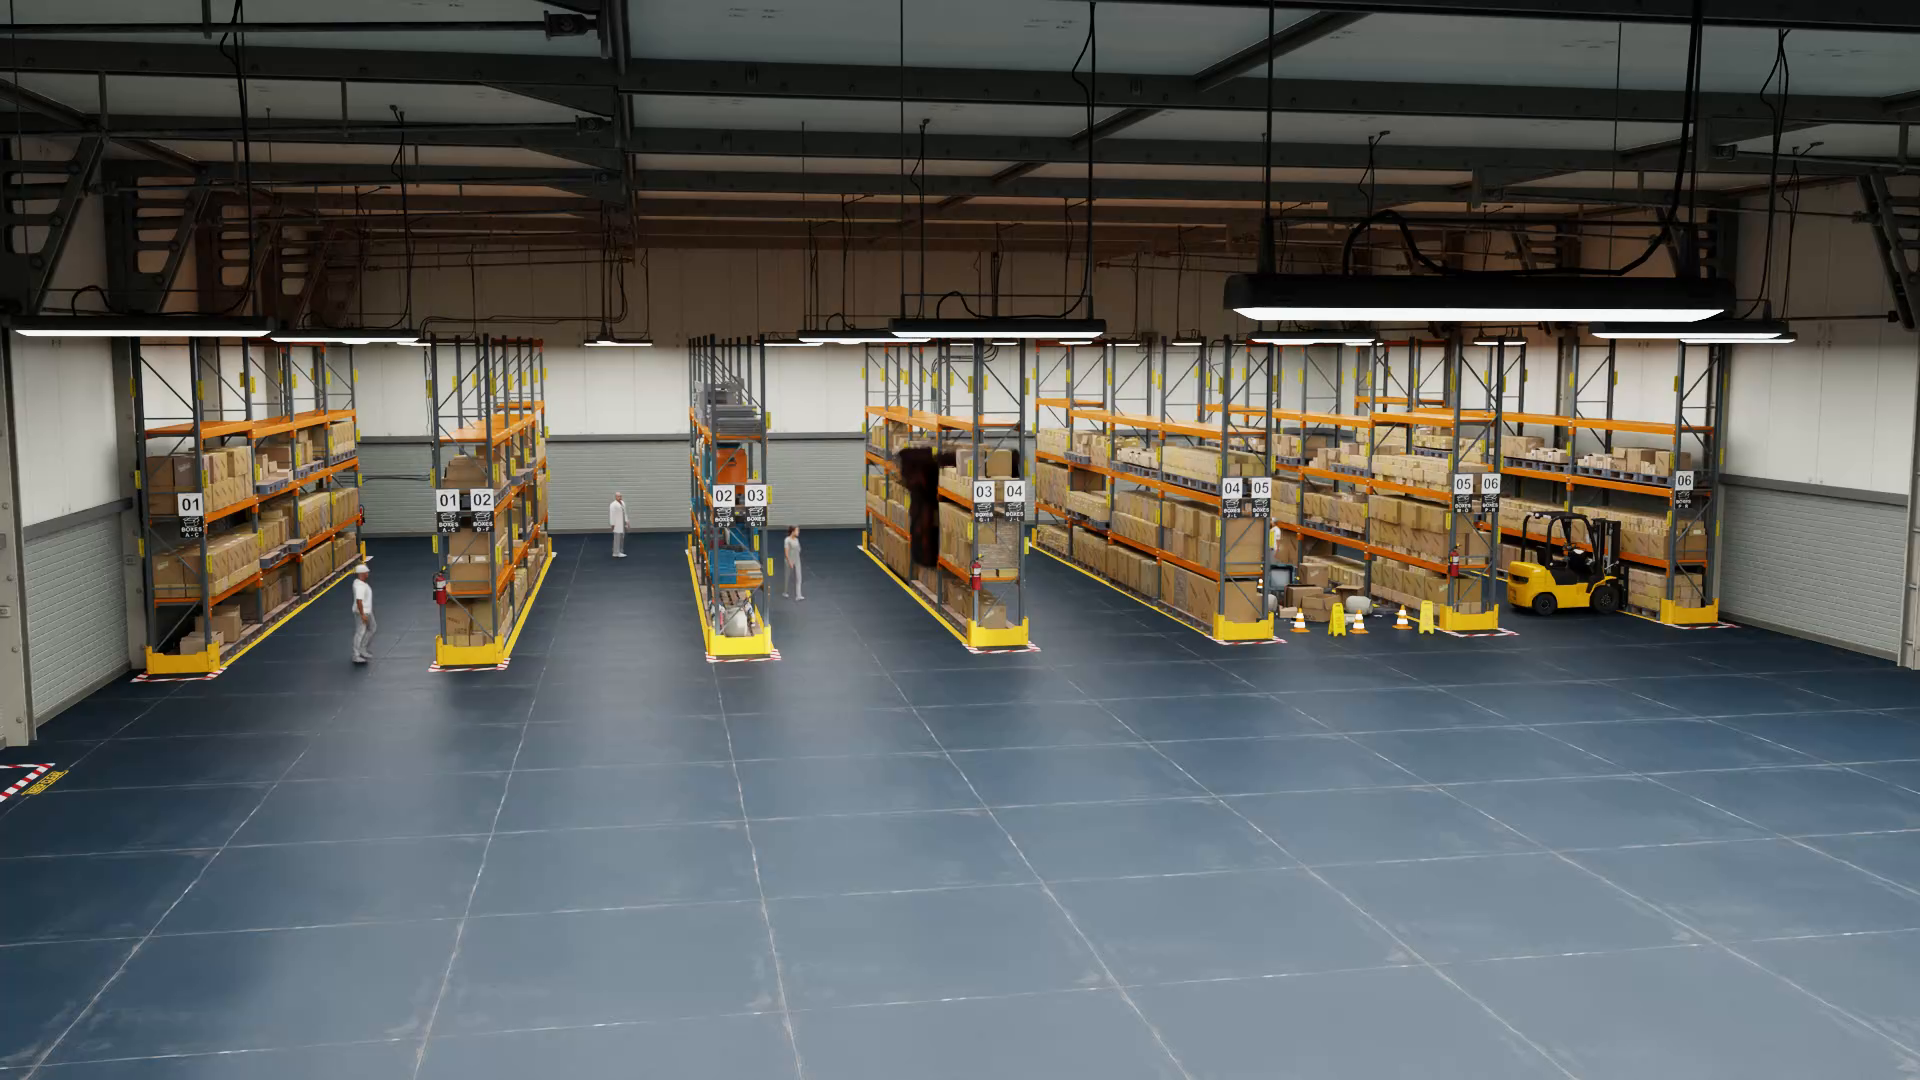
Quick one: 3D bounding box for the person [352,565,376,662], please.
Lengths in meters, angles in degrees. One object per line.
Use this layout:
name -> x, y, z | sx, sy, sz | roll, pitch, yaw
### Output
person -> -10.999, 1.341, 30.621 | 0.397, 1.781, 0.724 | 0, 7, -3

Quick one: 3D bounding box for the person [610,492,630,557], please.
person -> -9.417, -0.415, 46.044 | 0.426, 1.838, 0.584 | 2, 7, 13

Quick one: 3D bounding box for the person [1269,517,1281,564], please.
person -> 7.626, 0.275, 40.470 | 0.430, 1.677, 0.516 | 2, 7, 15

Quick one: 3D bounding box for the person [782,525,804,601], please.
person -> -3.651, 0.489, 36.108 | 0.394, 1.637, 0.965 | -2, 7, -20
